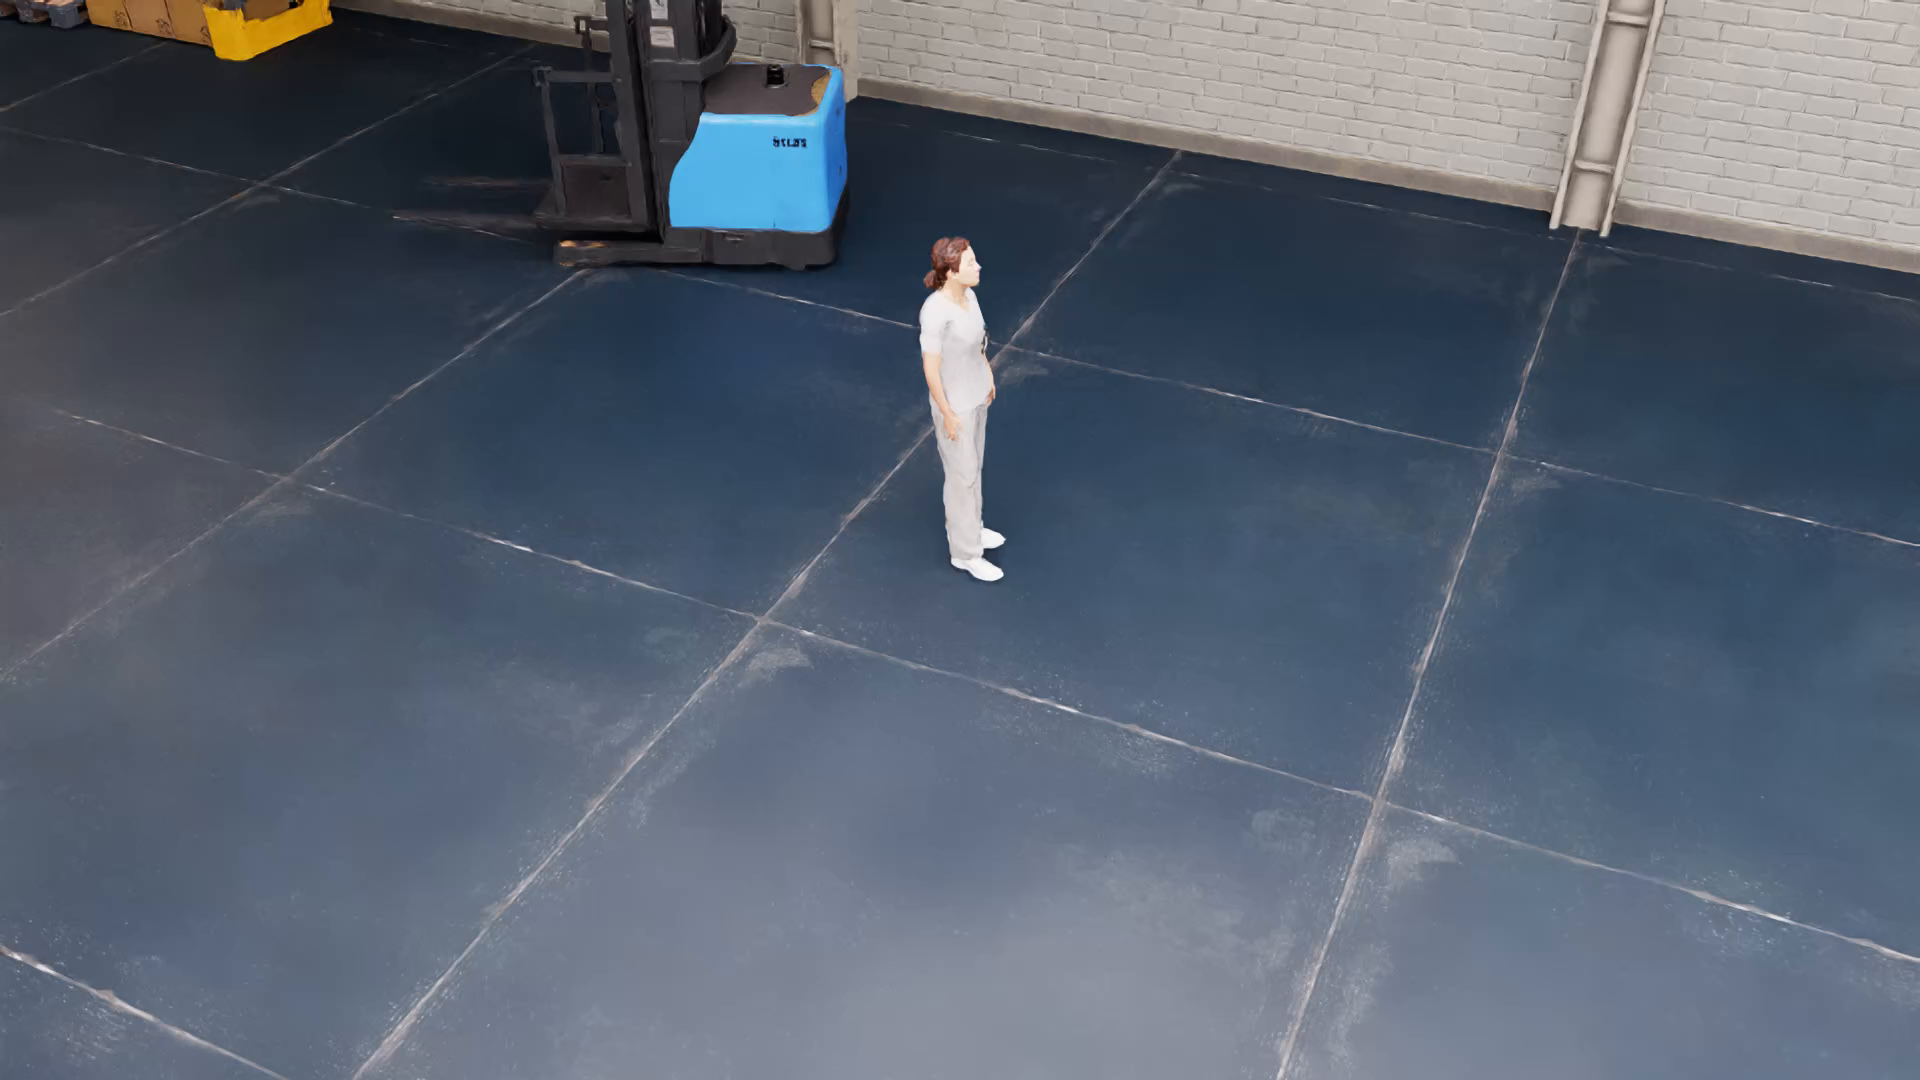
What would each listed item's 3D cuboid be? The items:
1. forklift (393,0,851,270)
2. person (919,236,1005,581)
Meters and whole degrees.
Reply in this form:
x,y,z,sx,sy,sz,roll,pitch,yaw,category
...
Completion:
x,y,z,sx,sy,sz,roll,pitch,yaw,category
-2.320,-3.330,10.755,3.031,2.935,1.130,3,36,4,forklift
0.069,-0.656,8.086,0.532,1.660,0.550,15,38,20,person
